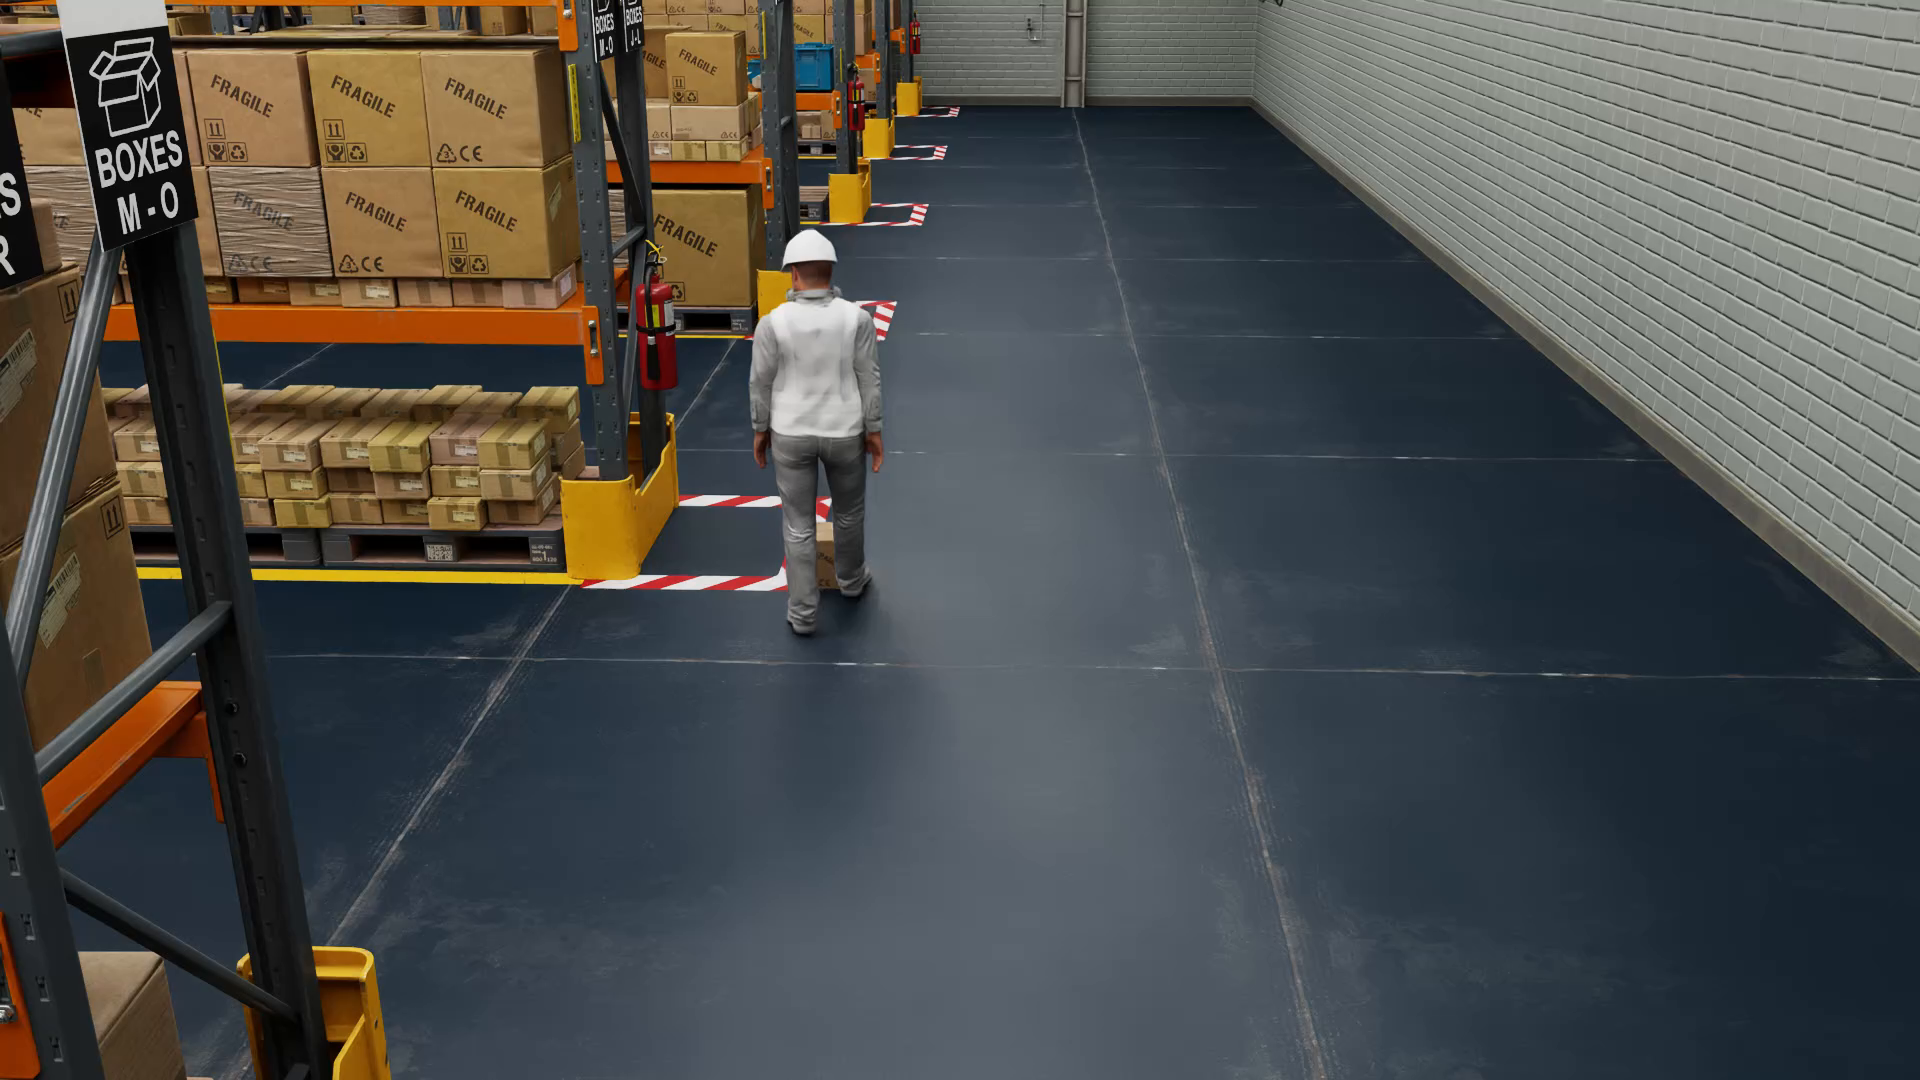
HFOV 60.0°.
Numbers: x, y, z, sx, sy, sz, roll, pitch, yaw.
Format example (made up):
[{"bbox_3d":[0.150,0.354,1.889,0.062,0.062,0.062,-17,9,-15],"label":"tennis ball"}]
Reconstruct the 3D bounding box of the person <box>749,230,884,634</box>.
[{"bbox_3d":[-0.637,-0.512,7.371,0.573,1.747,0.732,-2,21,-6],"label":"person"}]
